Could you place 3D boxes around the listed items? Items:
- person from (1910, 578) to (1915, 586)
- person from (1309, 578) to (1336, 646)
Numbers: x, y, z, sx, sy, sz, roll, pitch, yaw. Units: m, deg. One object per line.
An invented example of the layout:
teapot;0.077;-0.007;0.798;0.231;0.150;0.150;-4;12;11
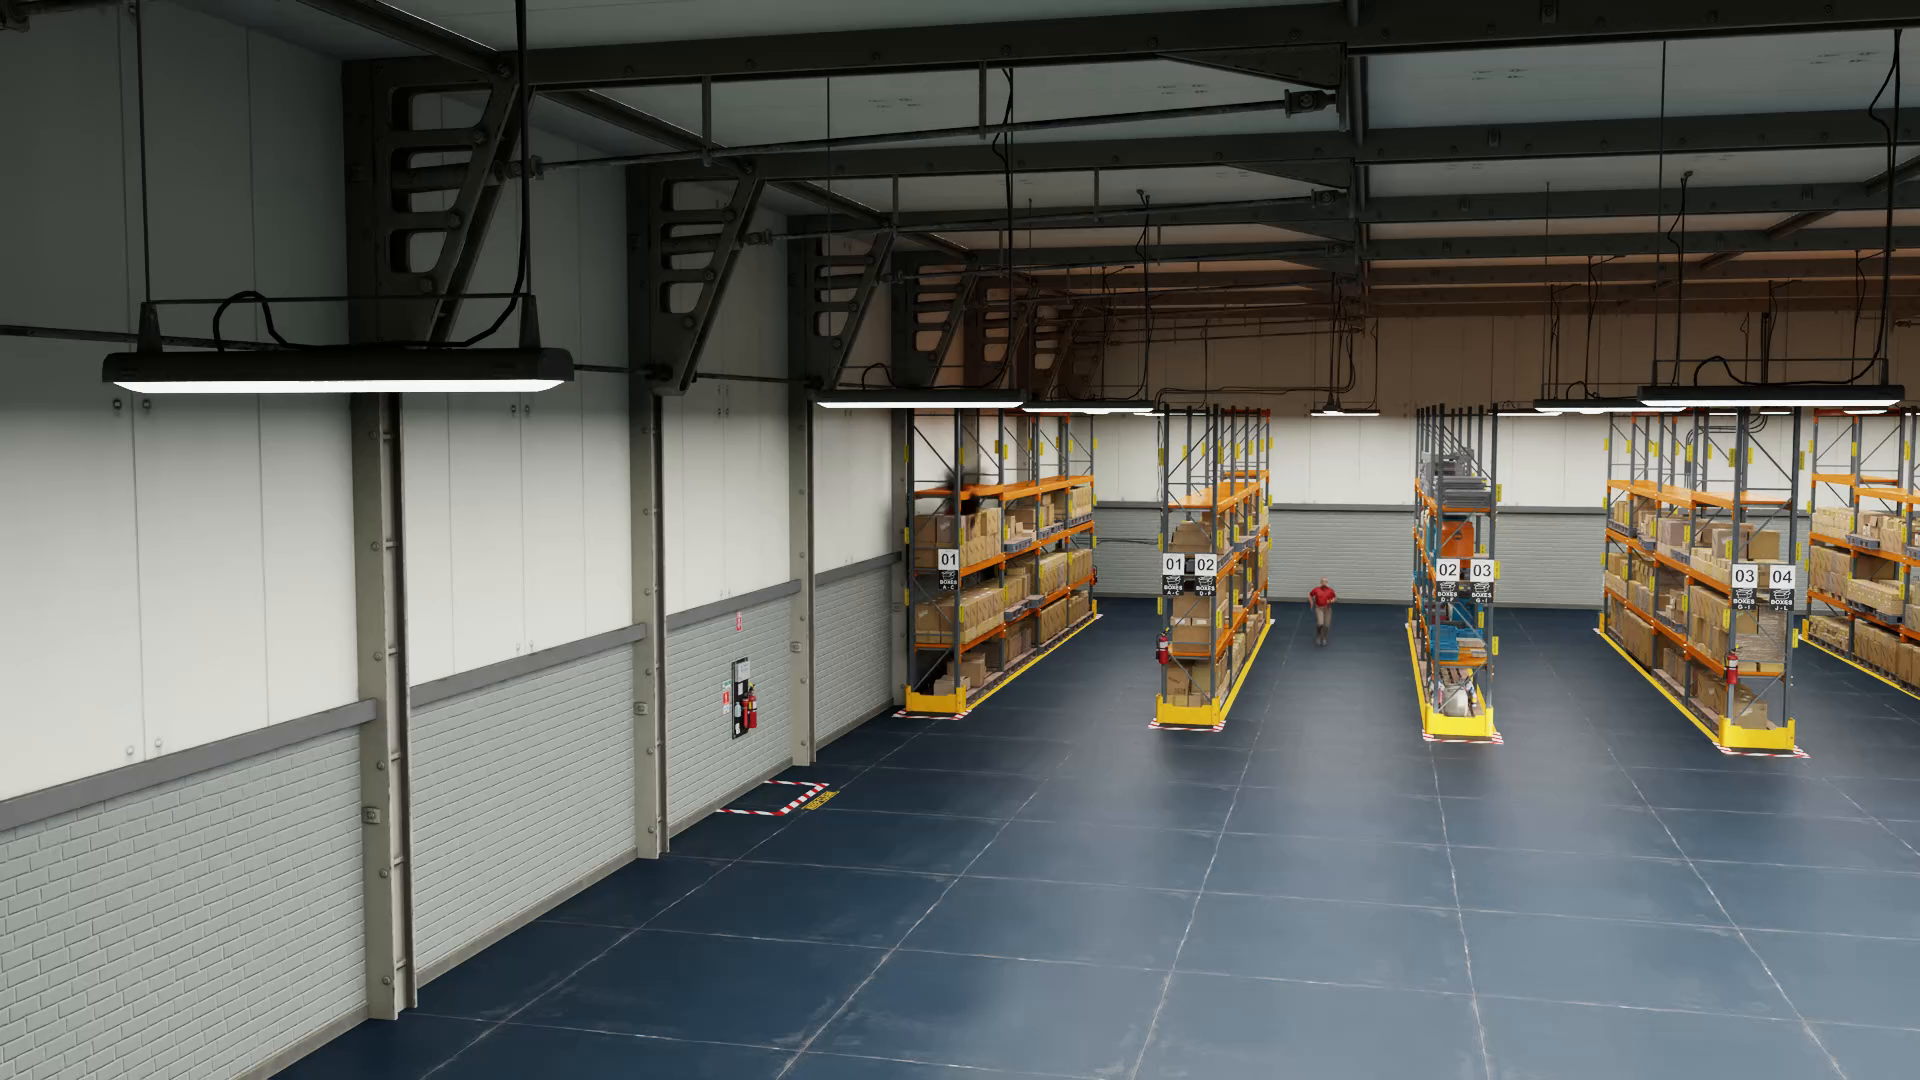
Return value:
person;24.046;1.799;42.101;0.574;1.673;0.951;0;4;-1
person;9.165;1.822;41.939;0.638;1.748;0.713;0;4;0
